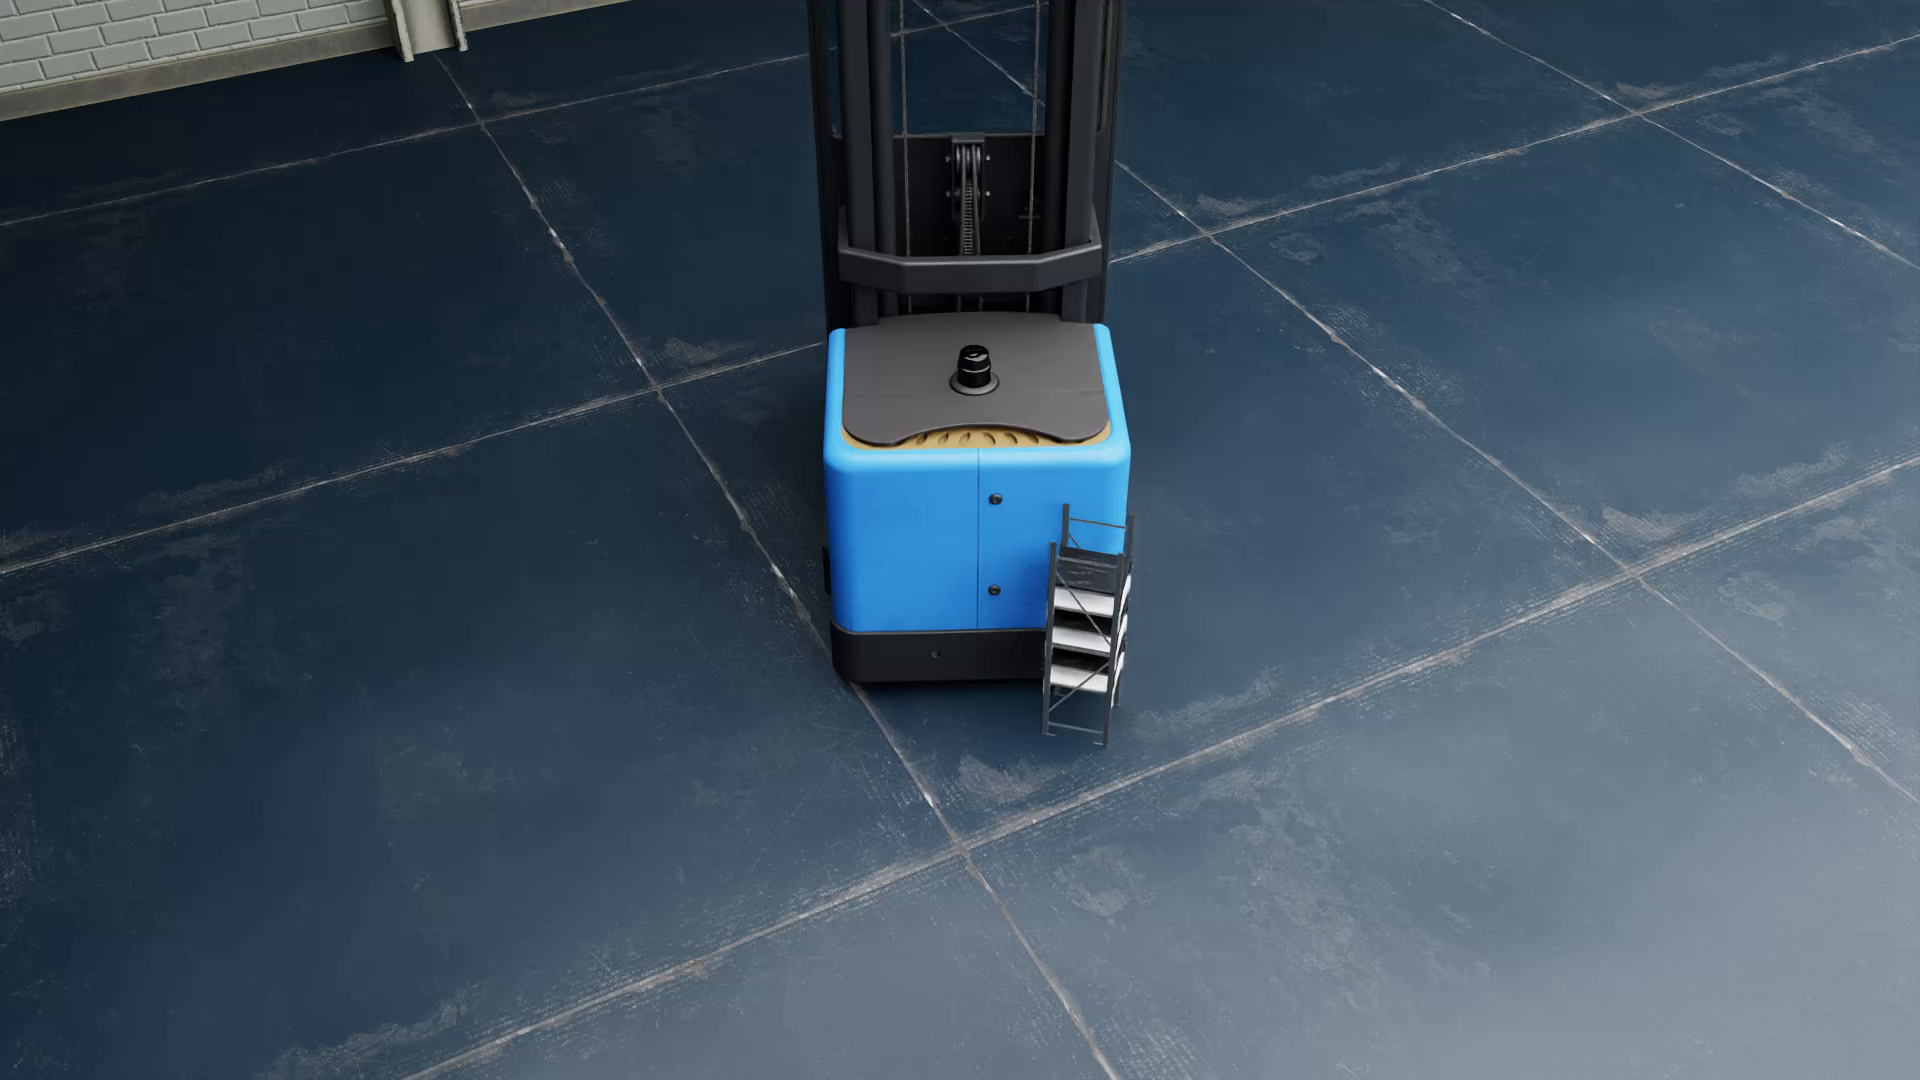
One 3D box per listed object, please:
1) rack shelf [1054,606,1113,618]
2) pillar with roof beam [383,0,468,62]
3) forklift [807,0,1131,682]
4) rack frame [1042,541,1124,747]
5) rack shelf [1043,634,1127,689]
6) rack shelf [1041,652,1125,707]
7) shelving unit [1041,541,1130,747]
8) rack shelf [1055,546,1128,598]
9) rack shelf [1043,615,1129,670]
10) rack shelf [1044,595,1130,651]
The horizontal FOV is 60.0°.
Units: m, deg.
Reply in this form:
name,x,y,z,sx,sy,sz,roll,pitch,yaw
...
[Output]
name,x,y,z,sx,sy,sz,roll,pitch,yaw
rack shelf,0.433,0.181,5.589,0.199,0.015,0.184,10,41,11
pillar with roof beam,-1.320,-4.052,4.571,0.400,9.000,9.100,-19,44,-21
forklift,0.011,-1.510,6.314,1.129,2.867,3.031,-1,40,-1
rack frame,0.408,0.368,5.618,0.240,0.900,0.006,10,41,11
rack shelf,0.433,0.399,5.773,0.258,0.077,0.200,10,41,11
rack shelf,0.433,0.468,5.831,0.258,0.077,0.200,10,41,11
shelving unit,0.433,0.306,5.692,0.258,0.900,0.205,10,41,11
rack shelf,0.433,0.109,5.527,0.221,0.026,0.190,10,41,11
rack shelf,0.433,0.330,5.715,0.258,0.077,0.200,10,41,11
rack shelf,0.433,0.261,5.657,0.258,0.077,0.200,10,41,11
